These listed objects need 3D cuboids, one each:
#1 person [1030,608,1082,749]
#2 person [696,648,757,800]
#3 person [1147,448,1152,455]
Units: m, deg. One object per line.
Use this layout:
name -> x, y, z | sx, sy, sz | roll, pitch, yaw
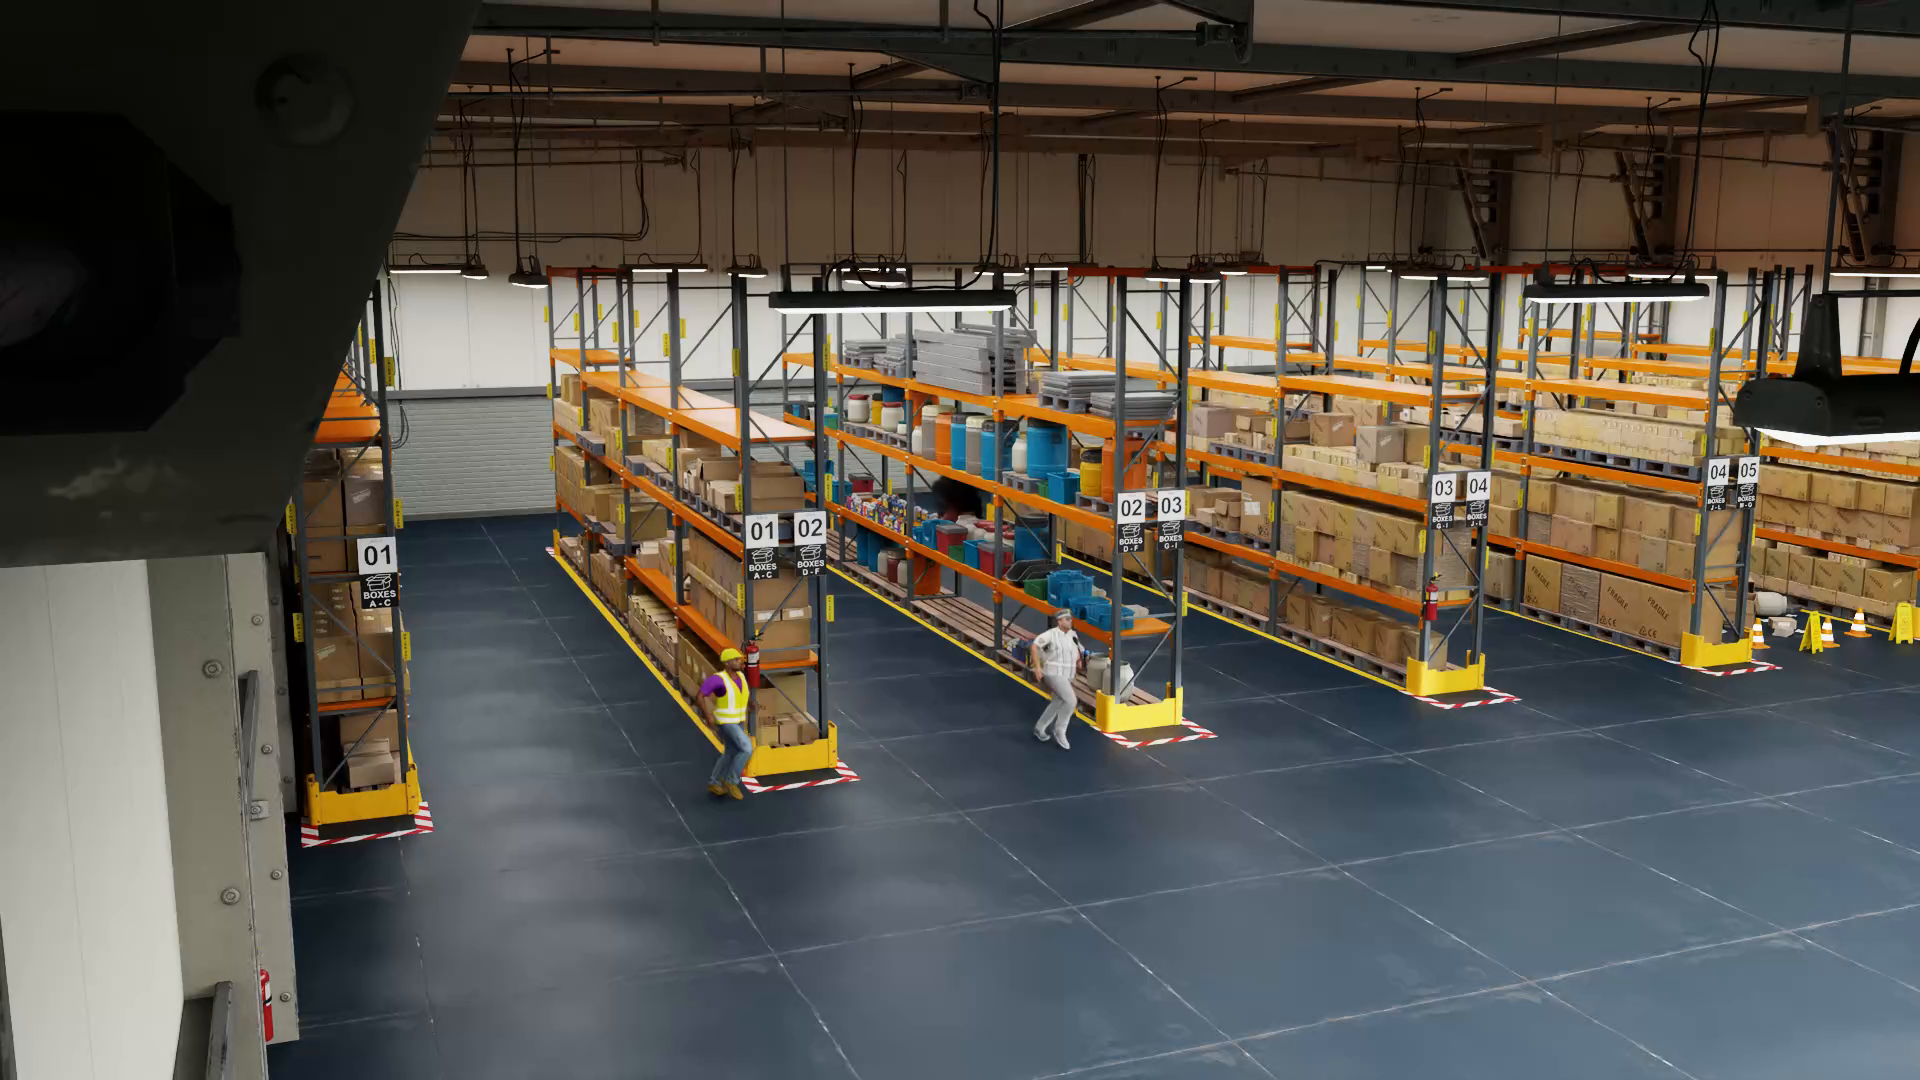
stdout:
person -> 1.319, 1.754, 21.538 | 0.686, 1.757, 0.660 | 8, 13, 39
person -> -2.647, 2.126, 19.415 | 0.644, 1.729, 0.680 | 4, 11, 23
person -> 4.347, -1.374, 39.486 | 0.715, 1.750, 0.774 | 1, 10, 5
